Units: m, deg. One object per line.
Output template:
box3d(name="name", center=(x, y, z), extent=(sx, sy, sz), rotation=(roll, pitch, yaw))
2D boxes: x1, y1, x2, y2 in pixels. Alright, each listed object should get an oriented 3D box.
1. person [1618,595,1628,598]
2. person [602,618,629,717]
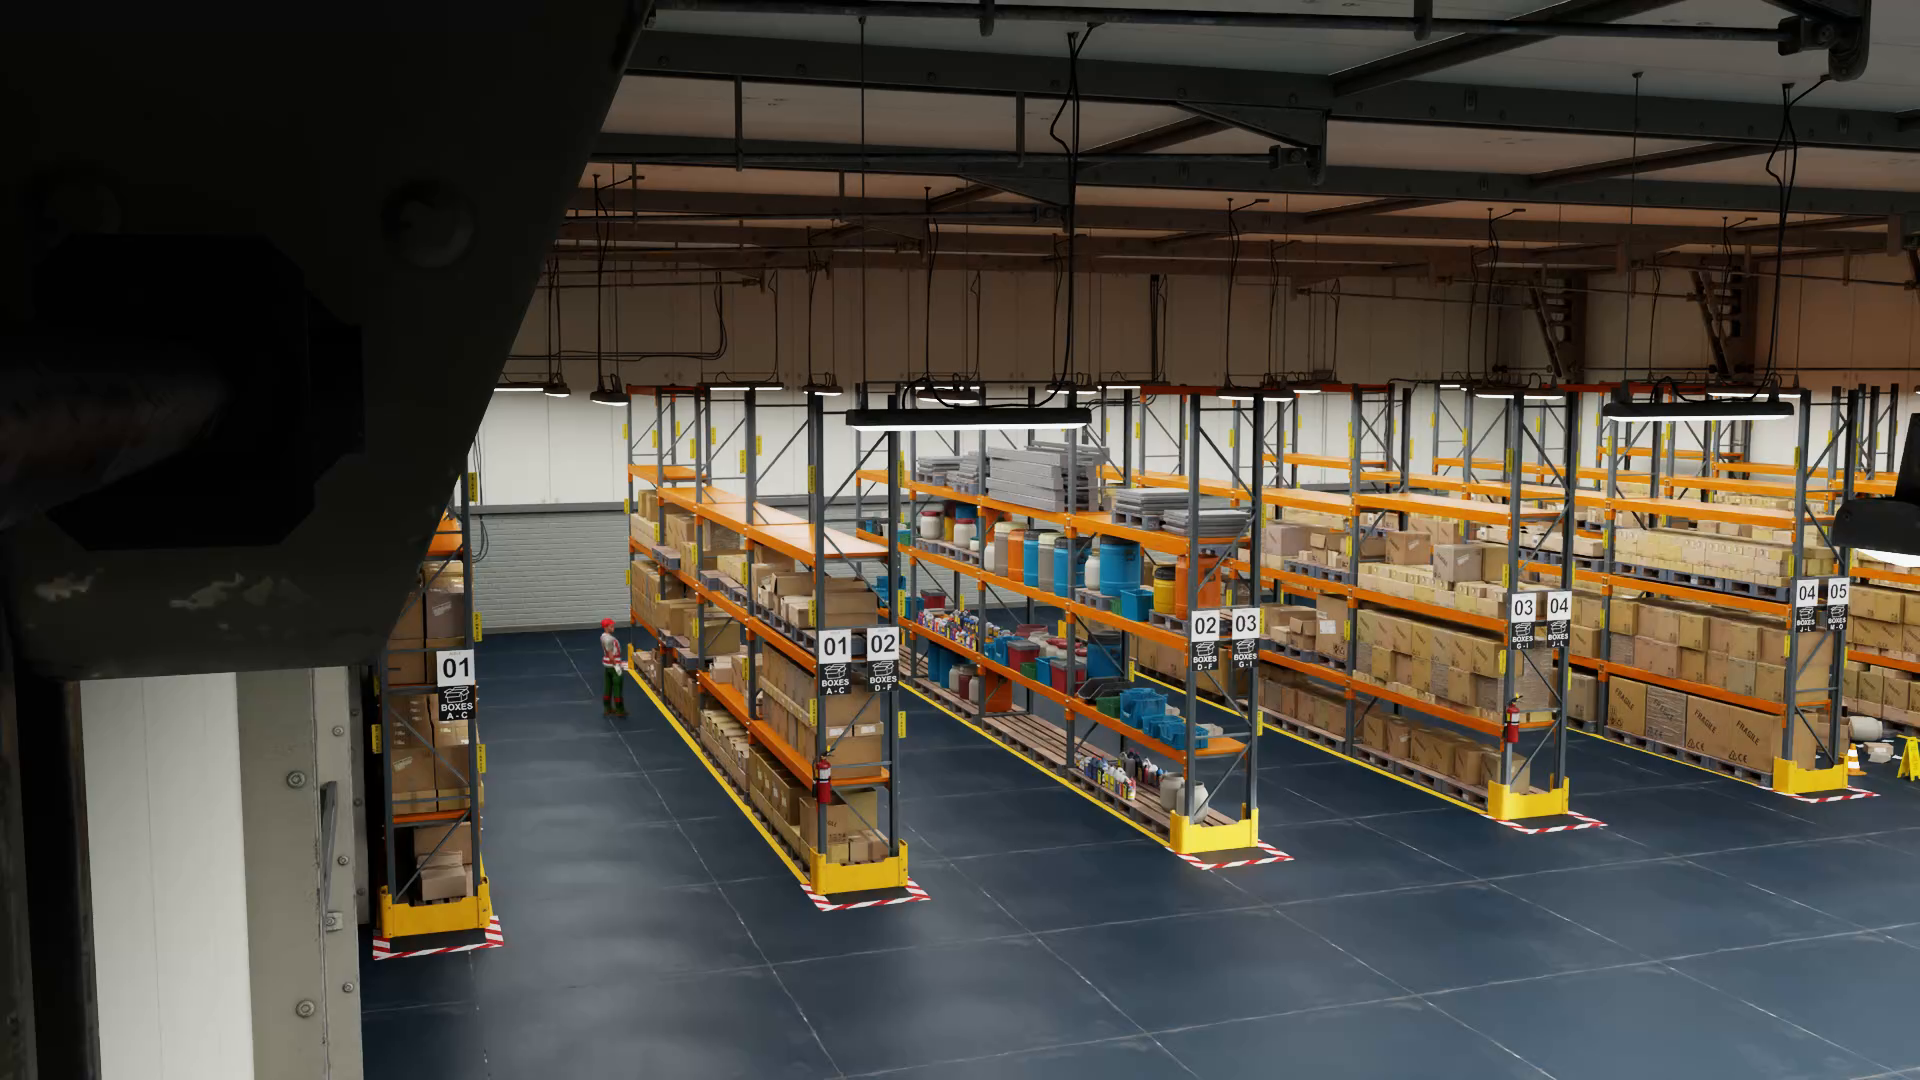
box3d(name="person", center=(13.253, 1.995, 33.455), extent=(0.597, 1.801, 0.689), rotation=(-4, 7, -32))
box3d(name="person", center=(-6.294, 2.308, 30.285), extent=(0.483, 1.782, 0.625), rotation=(-4, 7, -32))
